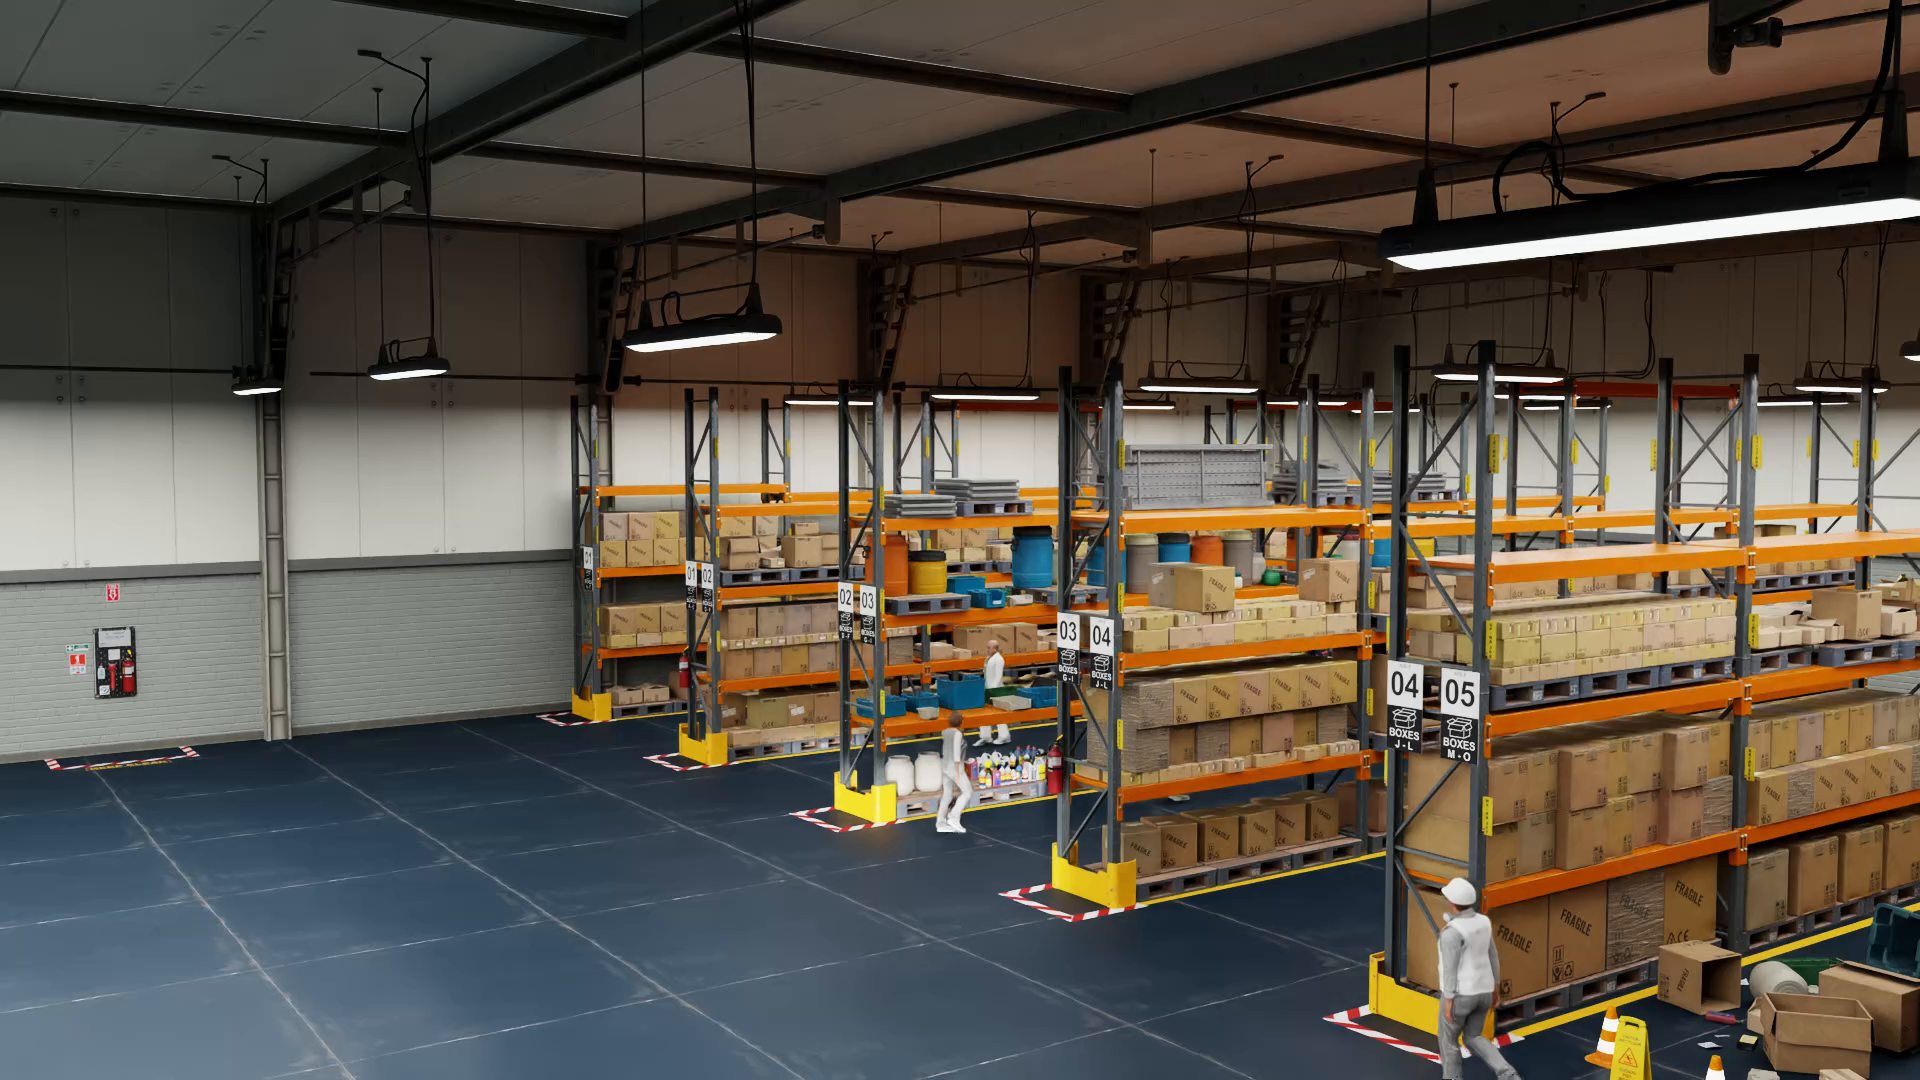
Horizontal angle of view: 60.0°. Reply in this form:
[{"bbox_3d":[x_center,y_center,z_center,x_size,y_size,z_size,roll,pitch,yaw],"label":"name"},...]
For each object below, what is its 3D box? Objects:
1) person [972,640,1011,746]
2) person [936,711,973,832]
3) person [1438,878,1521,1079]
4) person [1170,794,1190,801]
[{"bbox_3d":[0.542,2.601,28.150,0.655,1.828,0.650,-1,4,-21],"label":"person"},{"bbox_3d":[-0.103,3.044,21.852,0.479,1.588,0.455,-2,4,-29],"label":"person"},{"bbox_3d":[3.975,3.503,12.863,0.546,1.759,0.734,-2,4,-34],"label":"person"},{"bbox_3d":[3.087,2.906,23.731,0.513,1.675,0.519,-2,4,-29],"label":"person"}]
